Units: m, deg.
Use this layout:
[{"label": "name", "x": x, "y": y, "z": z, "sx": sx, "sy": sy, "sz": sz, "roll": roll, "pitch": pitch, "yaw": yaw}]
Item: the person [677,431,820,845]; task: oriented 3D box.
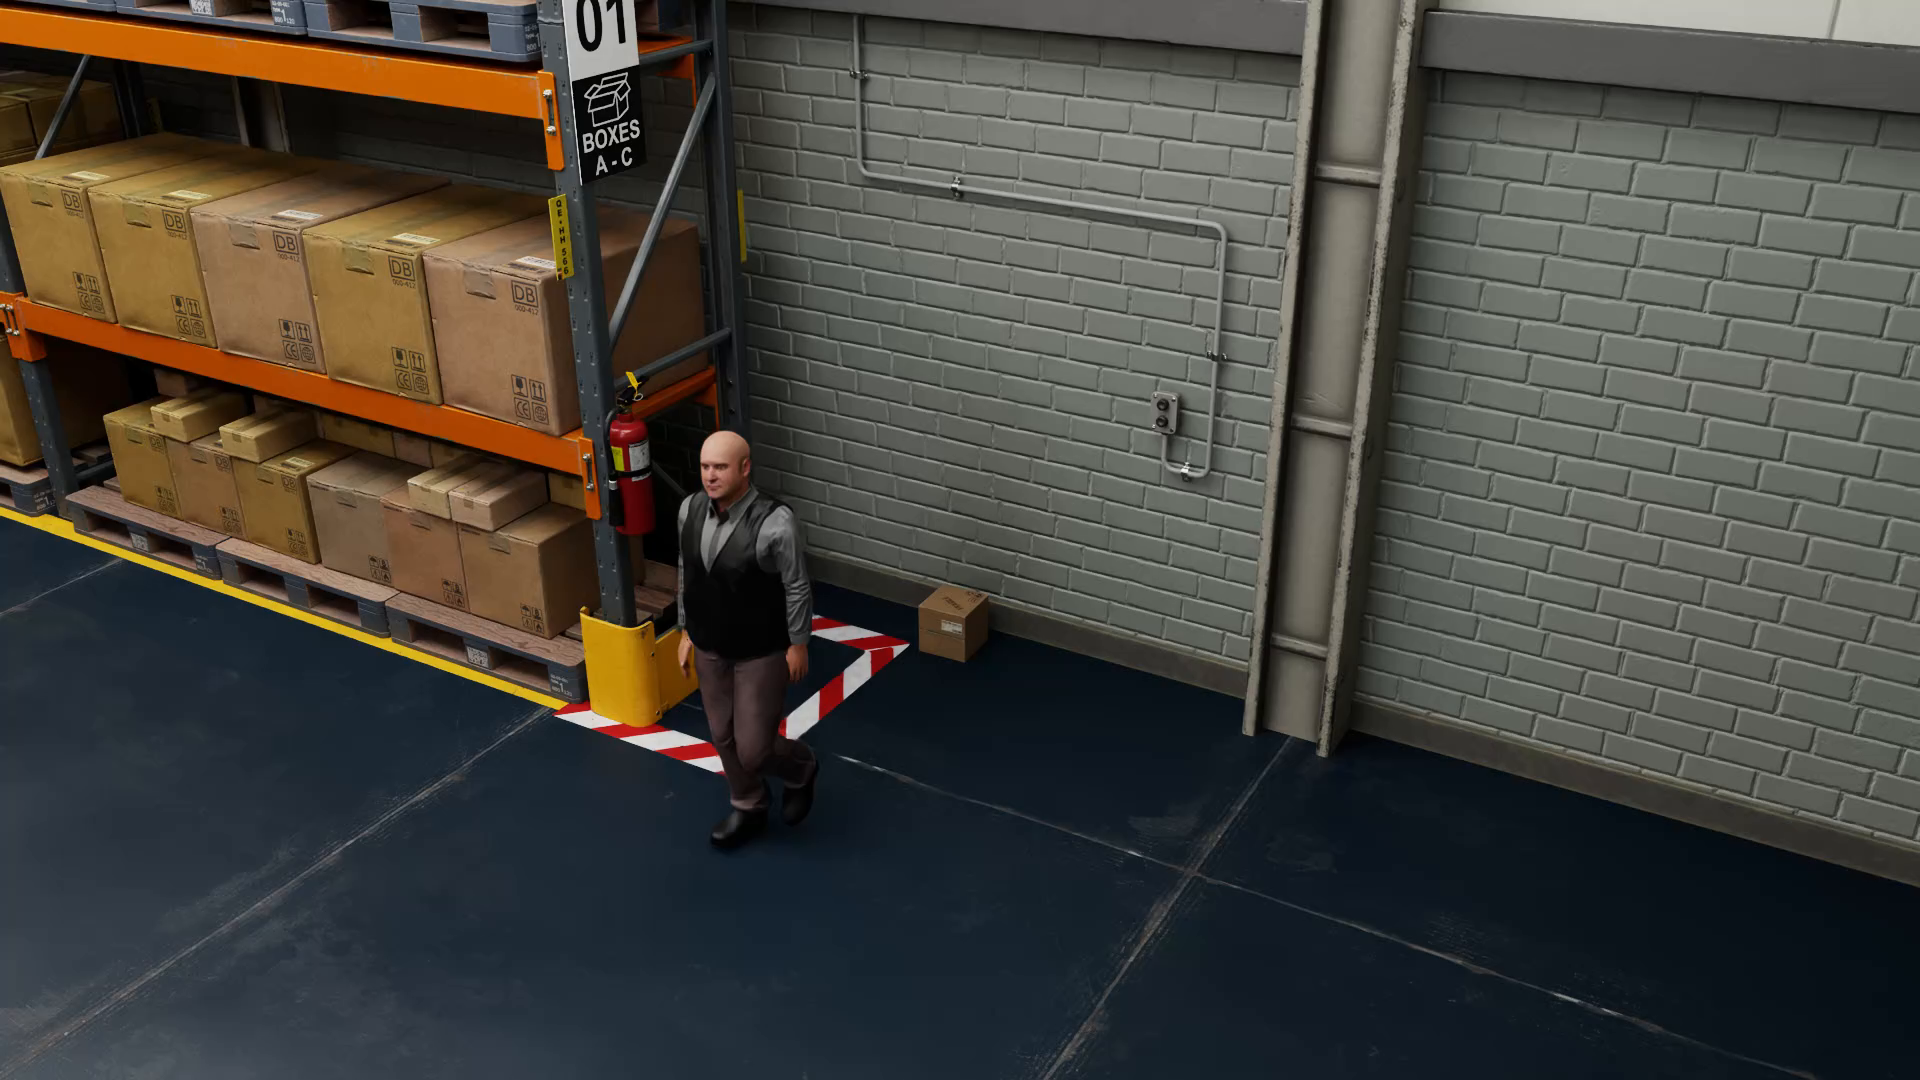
[{"label": "person", "x": -0.807, "y": 0.382, "z": 6.313, "sx": 0.546, "sy": 1.712, "sz": 0.485, "roll": 15, "pitch": 30, "yaw": 27}]
